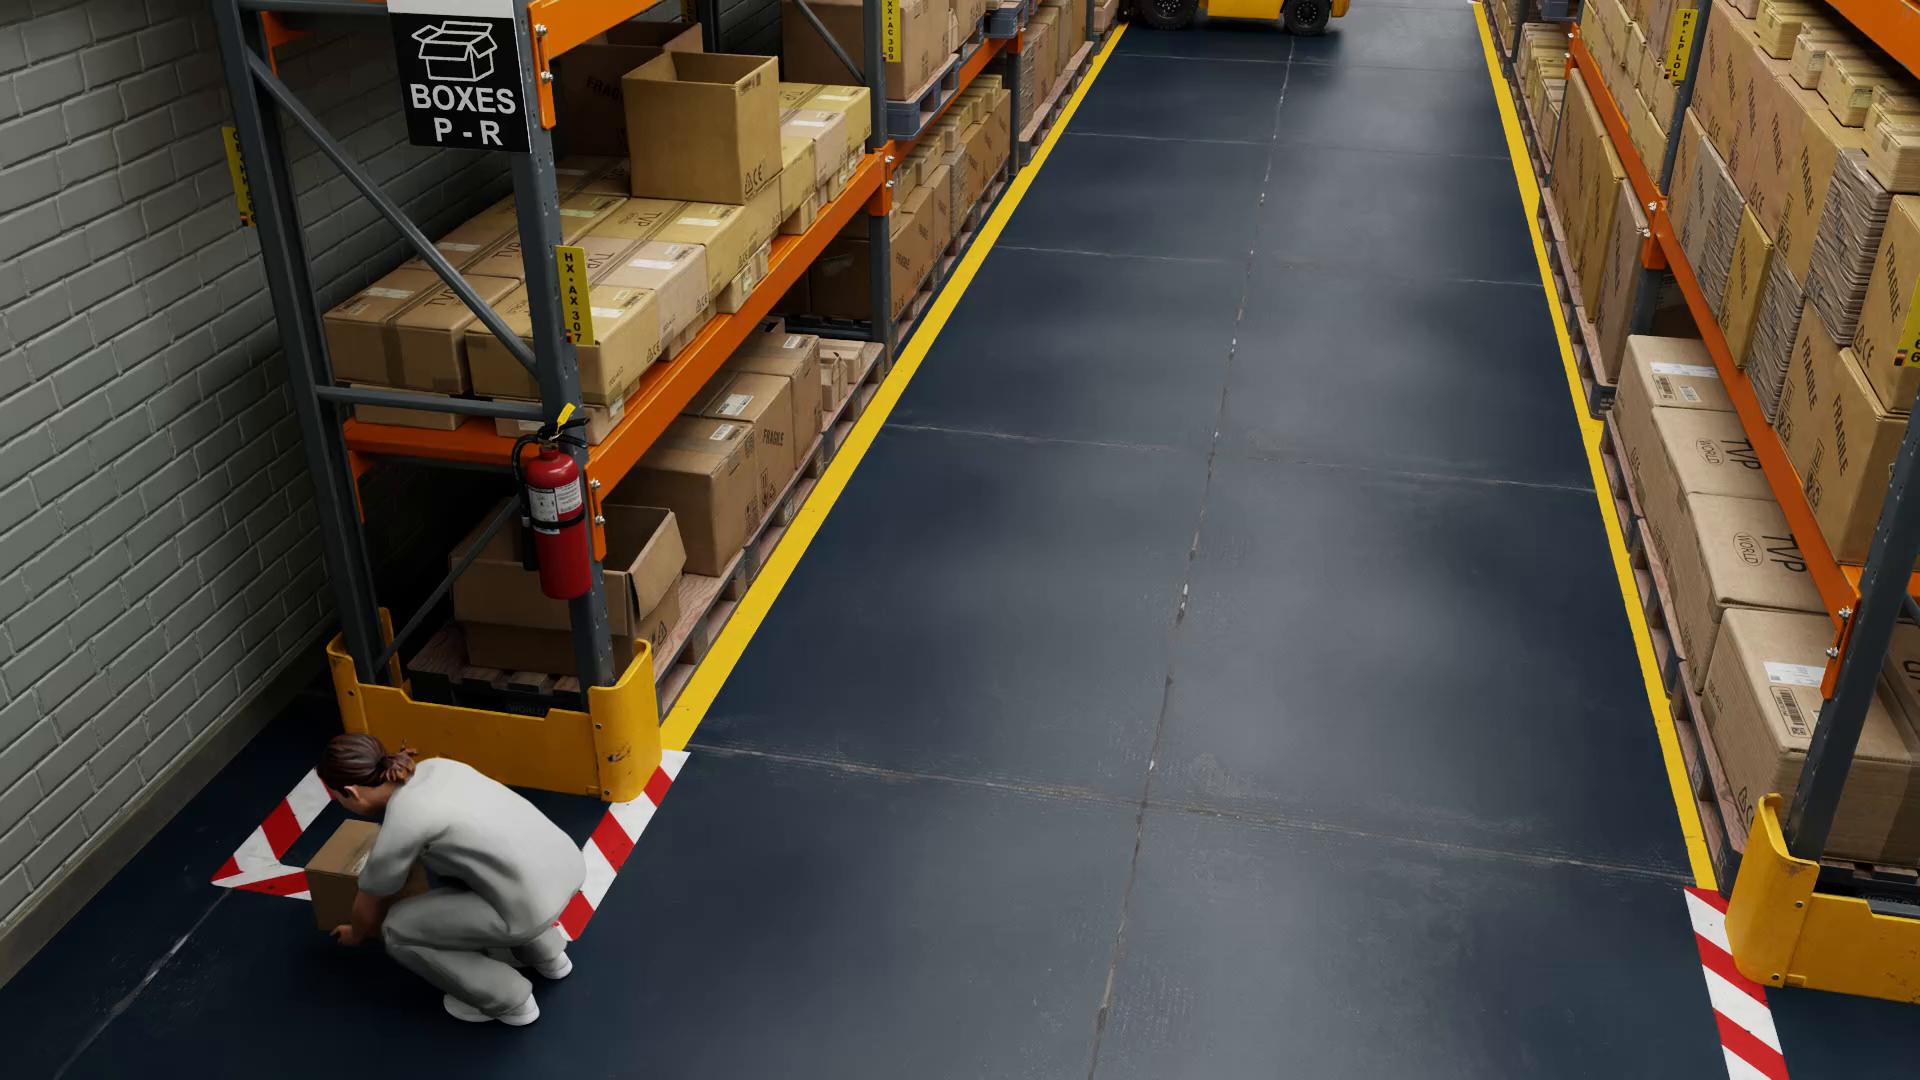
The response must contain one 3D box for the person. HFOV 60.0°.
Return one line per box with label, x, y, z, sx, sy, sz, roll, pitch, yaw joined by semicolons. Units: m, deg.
person;-1.553;1.004;5.075;0.811;0.938;0.486;9;30;15
